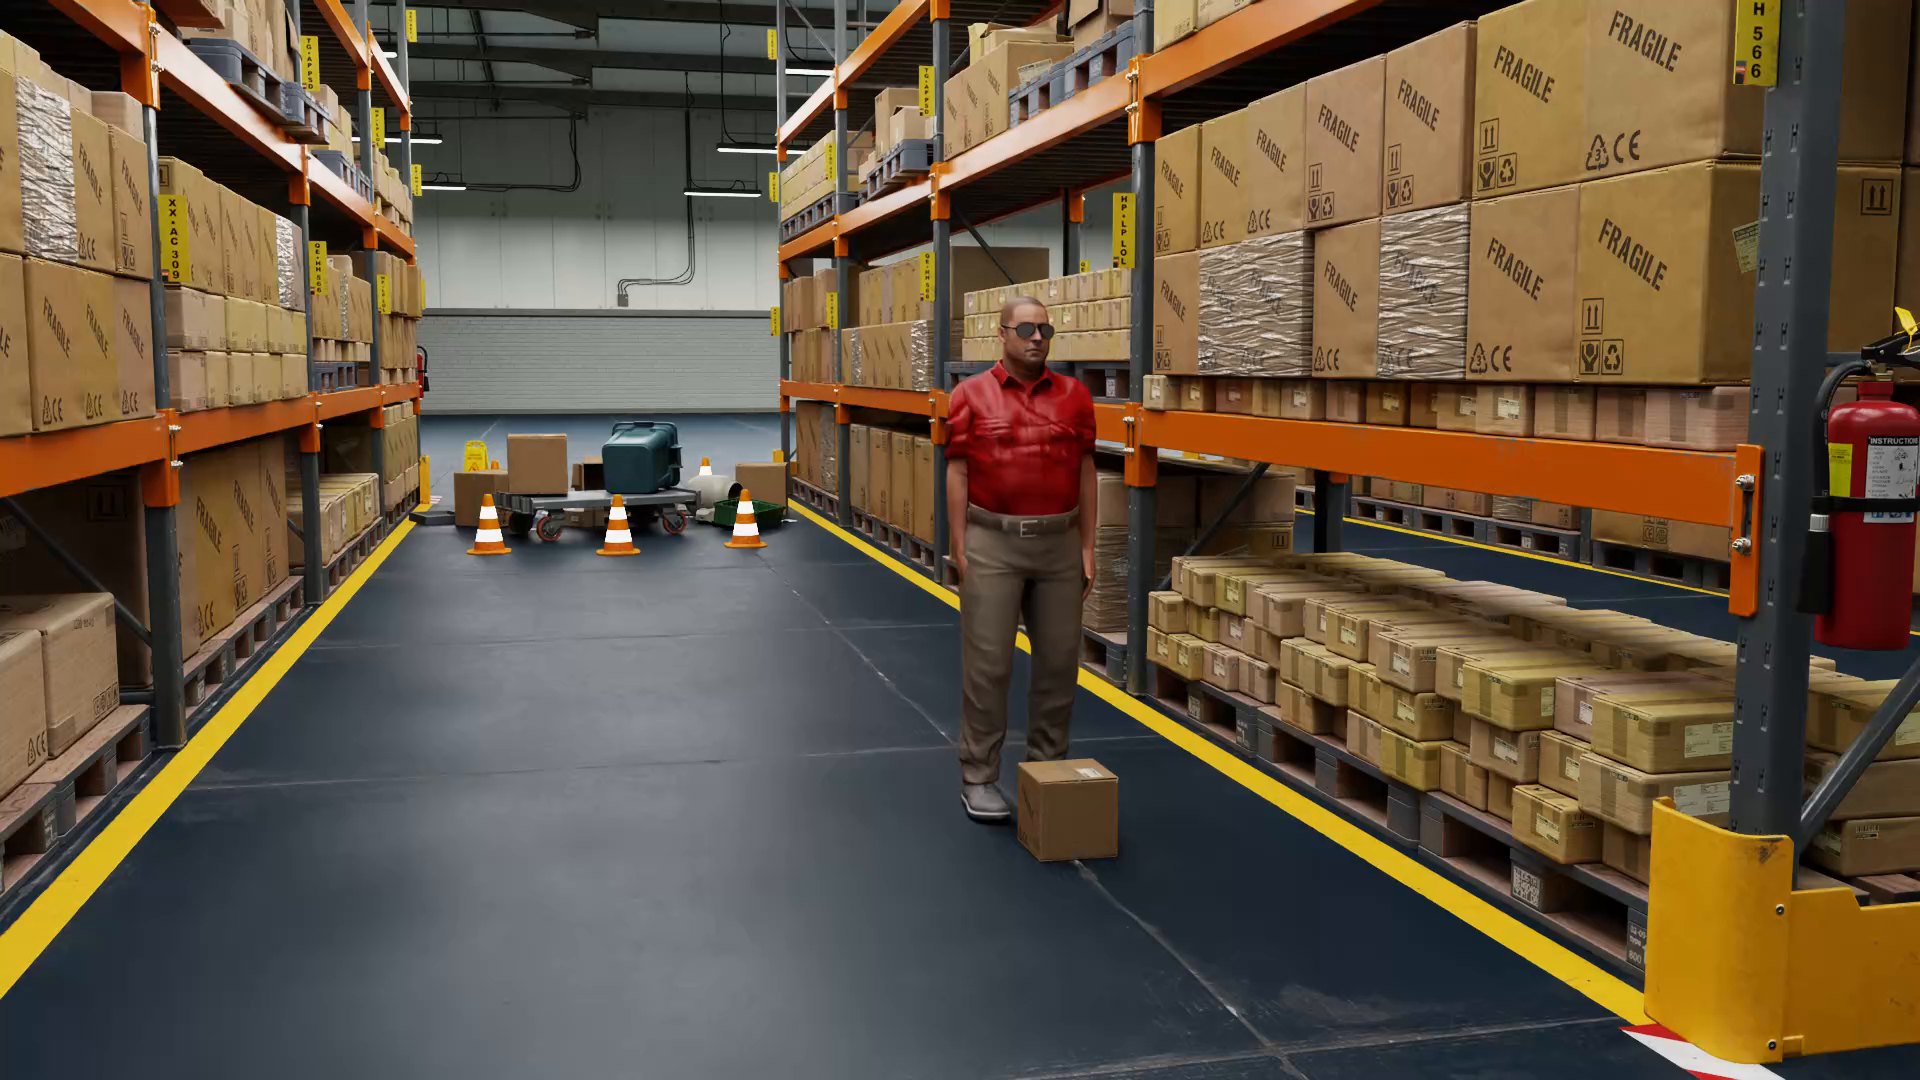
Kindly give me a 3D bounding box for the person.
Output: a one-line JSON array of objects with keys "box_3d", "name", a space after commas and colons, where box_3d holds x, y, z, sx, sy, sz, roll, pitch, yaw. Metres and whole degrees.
[{"box_3d": [0.221, 0.071, 5.547, 0.526, 1.757, 0.372, -1, 6, -13], "name": "person"}]
